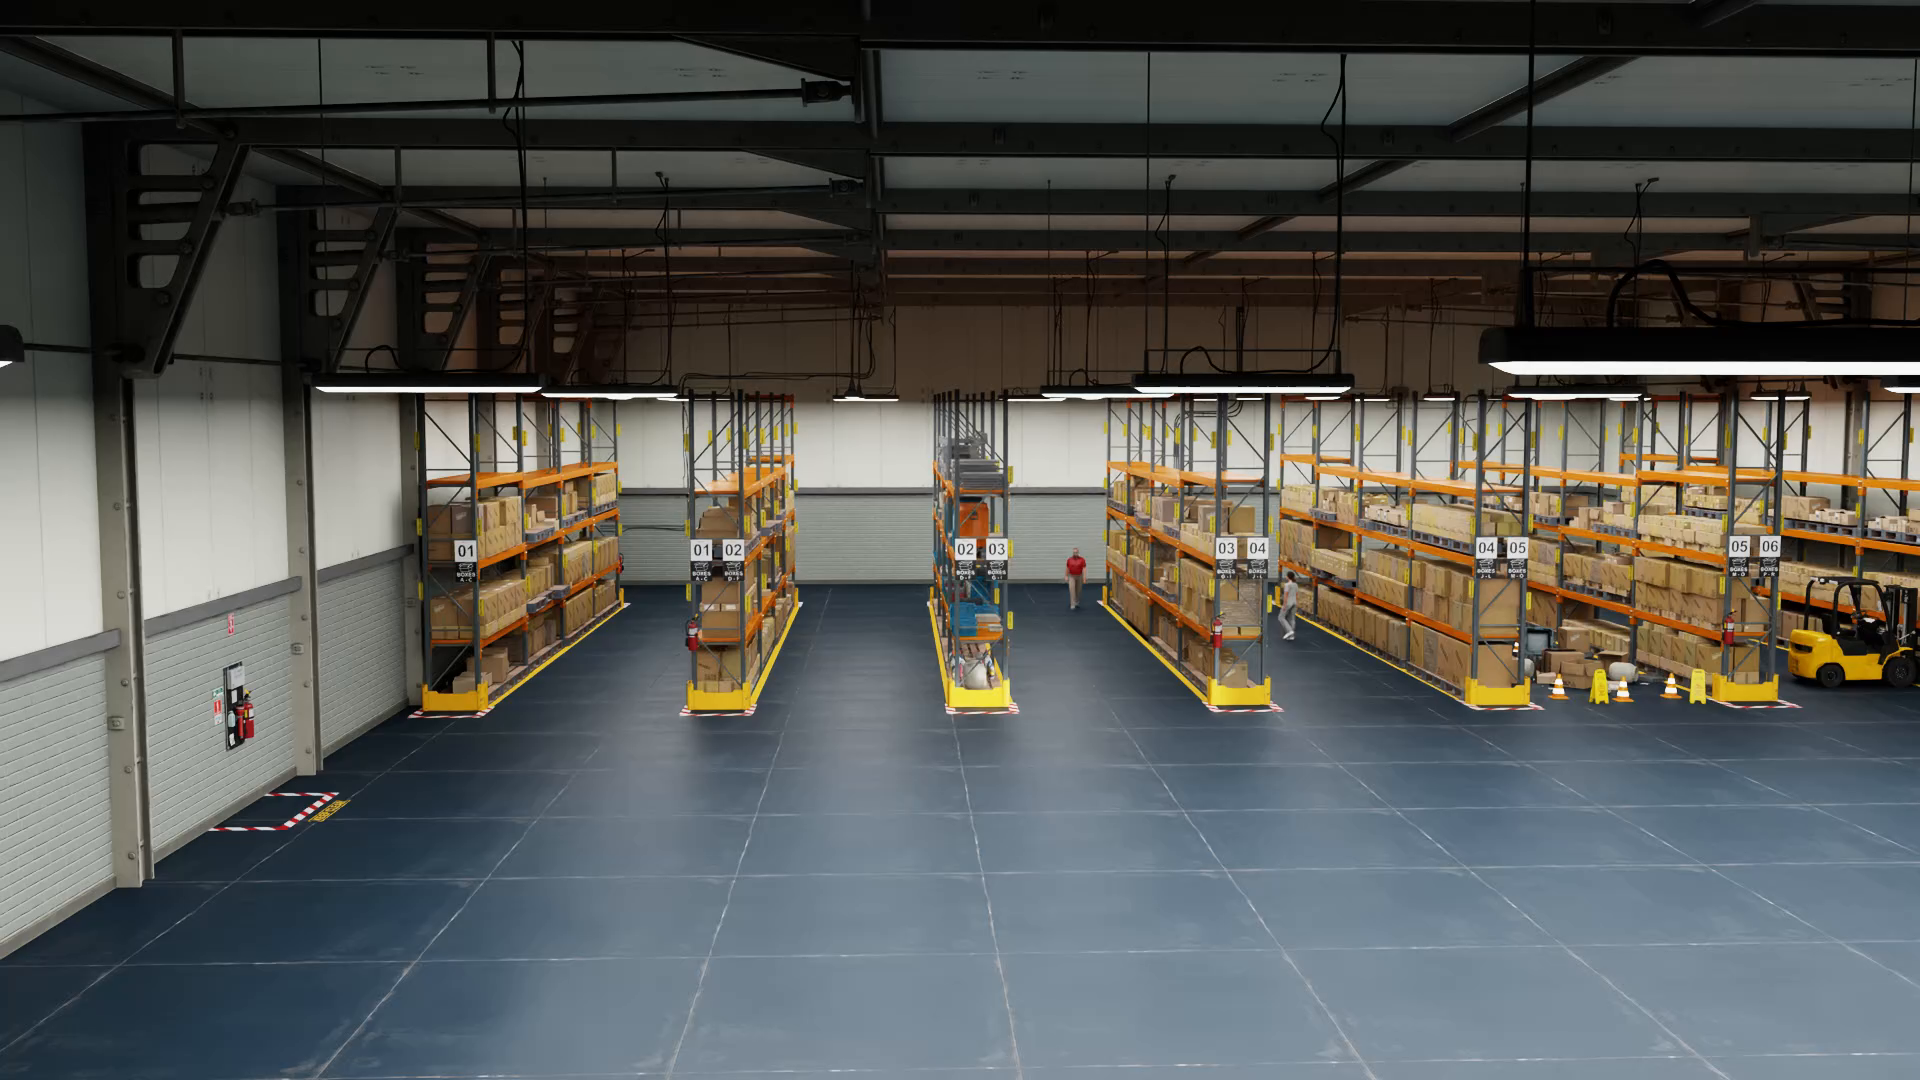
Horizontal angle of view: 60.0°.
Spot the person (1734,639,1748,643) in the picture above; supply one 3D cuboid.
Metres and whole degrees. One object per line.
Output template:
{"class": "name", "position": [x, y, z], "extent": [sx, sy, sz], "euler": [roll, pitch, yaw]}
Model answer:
{"class": "person", "position": [17.075, 1.888, 36.311], "extent": [0.519, 1.794, 0.554], "euler": [-1, 5, -14]}

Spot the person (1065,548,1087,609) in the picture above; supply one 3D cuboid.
{"class": "person", "position": [3.248, 1.066, 46.550], "extent": [0.594, 1.658, 1.039], "euler": [0, 5, 0]}

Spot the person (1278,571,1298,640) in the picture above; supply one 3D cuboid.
{"class": "person", "position": [8.038, 1.594, 40.418], "extent": [0.495, 1.670, 0.465], "euler": [-3, 6, -36]}
